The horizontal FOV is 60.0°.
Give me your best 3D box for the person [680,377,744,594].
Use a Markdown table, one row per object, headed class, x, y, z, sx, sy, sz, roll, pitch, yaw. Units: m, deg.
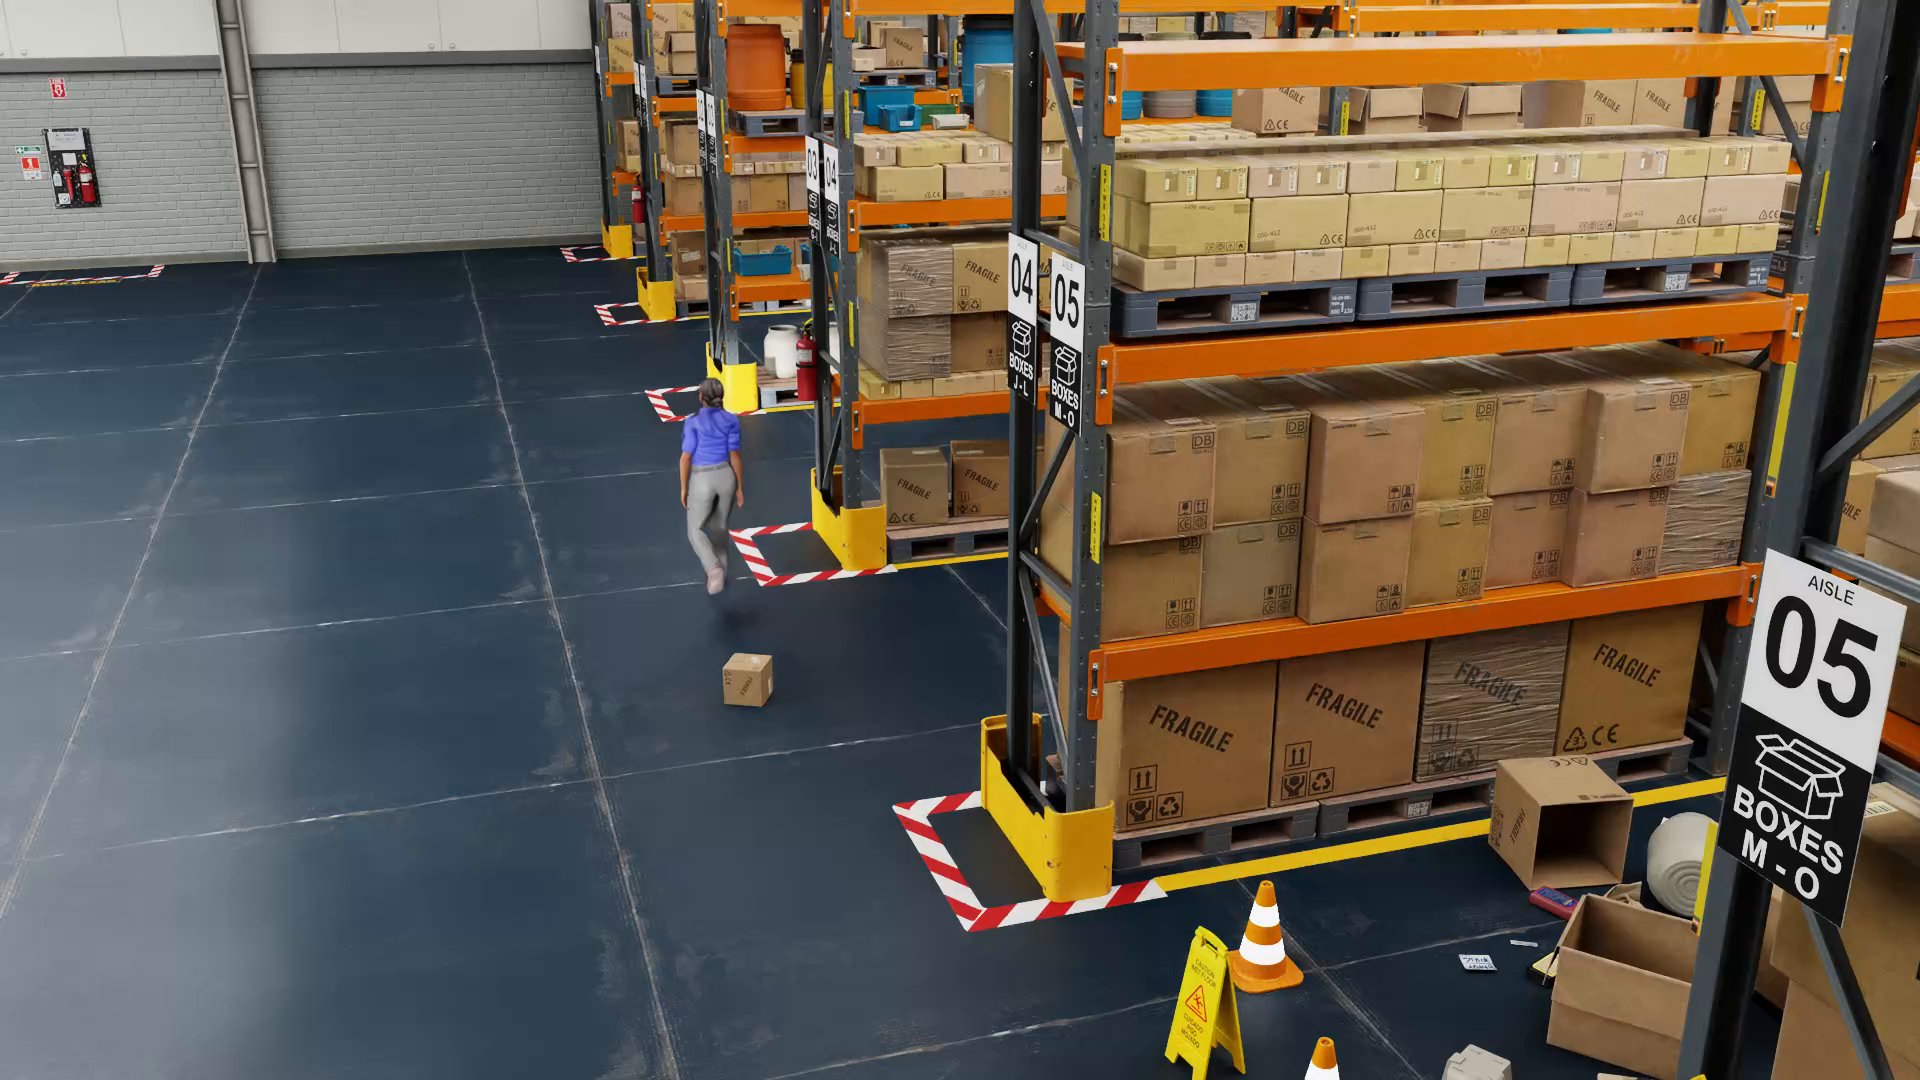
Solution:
| class | x | y | z | sx | sy | sz | roll | pitch | yaw |
| --- | --- | --- | --- | --- | --- | --- | --- | --- | --- |
| person | -1.810 | -0.398 | 12.172 | 0.461 | 1.619 | 0.744 | -10 | 21 | -25 |
